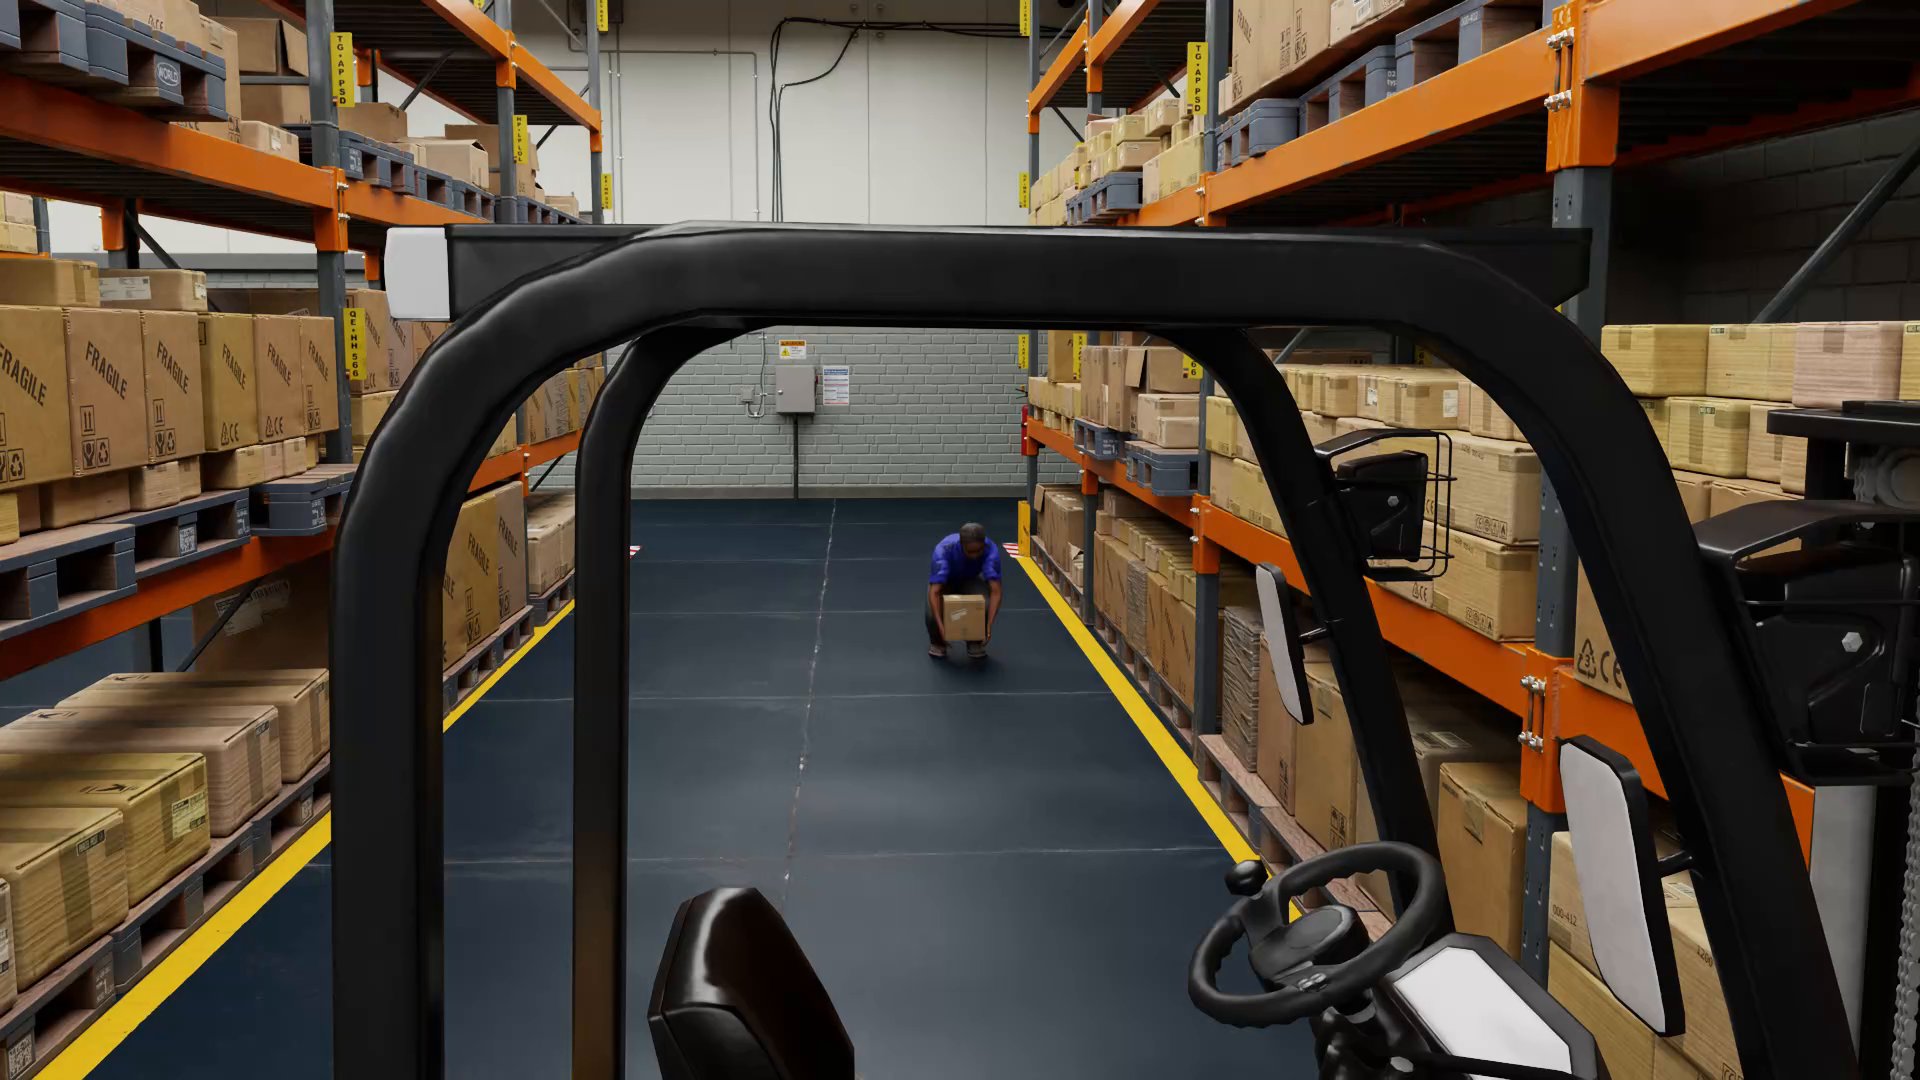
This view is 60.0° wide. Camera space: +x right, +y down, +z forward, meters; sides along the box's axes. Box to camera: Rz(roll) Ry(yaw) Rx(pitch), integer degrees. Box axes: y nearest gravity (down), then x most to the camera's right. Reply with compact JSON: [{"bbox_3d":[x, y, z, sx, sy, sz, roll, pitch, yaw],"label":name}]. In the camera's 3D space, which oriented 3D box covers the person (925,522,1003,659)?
[{"bbox_3d":[0.016,0.316,10.765,0.492,0.921,0.831,0,7,-4],"label":"person"}]
